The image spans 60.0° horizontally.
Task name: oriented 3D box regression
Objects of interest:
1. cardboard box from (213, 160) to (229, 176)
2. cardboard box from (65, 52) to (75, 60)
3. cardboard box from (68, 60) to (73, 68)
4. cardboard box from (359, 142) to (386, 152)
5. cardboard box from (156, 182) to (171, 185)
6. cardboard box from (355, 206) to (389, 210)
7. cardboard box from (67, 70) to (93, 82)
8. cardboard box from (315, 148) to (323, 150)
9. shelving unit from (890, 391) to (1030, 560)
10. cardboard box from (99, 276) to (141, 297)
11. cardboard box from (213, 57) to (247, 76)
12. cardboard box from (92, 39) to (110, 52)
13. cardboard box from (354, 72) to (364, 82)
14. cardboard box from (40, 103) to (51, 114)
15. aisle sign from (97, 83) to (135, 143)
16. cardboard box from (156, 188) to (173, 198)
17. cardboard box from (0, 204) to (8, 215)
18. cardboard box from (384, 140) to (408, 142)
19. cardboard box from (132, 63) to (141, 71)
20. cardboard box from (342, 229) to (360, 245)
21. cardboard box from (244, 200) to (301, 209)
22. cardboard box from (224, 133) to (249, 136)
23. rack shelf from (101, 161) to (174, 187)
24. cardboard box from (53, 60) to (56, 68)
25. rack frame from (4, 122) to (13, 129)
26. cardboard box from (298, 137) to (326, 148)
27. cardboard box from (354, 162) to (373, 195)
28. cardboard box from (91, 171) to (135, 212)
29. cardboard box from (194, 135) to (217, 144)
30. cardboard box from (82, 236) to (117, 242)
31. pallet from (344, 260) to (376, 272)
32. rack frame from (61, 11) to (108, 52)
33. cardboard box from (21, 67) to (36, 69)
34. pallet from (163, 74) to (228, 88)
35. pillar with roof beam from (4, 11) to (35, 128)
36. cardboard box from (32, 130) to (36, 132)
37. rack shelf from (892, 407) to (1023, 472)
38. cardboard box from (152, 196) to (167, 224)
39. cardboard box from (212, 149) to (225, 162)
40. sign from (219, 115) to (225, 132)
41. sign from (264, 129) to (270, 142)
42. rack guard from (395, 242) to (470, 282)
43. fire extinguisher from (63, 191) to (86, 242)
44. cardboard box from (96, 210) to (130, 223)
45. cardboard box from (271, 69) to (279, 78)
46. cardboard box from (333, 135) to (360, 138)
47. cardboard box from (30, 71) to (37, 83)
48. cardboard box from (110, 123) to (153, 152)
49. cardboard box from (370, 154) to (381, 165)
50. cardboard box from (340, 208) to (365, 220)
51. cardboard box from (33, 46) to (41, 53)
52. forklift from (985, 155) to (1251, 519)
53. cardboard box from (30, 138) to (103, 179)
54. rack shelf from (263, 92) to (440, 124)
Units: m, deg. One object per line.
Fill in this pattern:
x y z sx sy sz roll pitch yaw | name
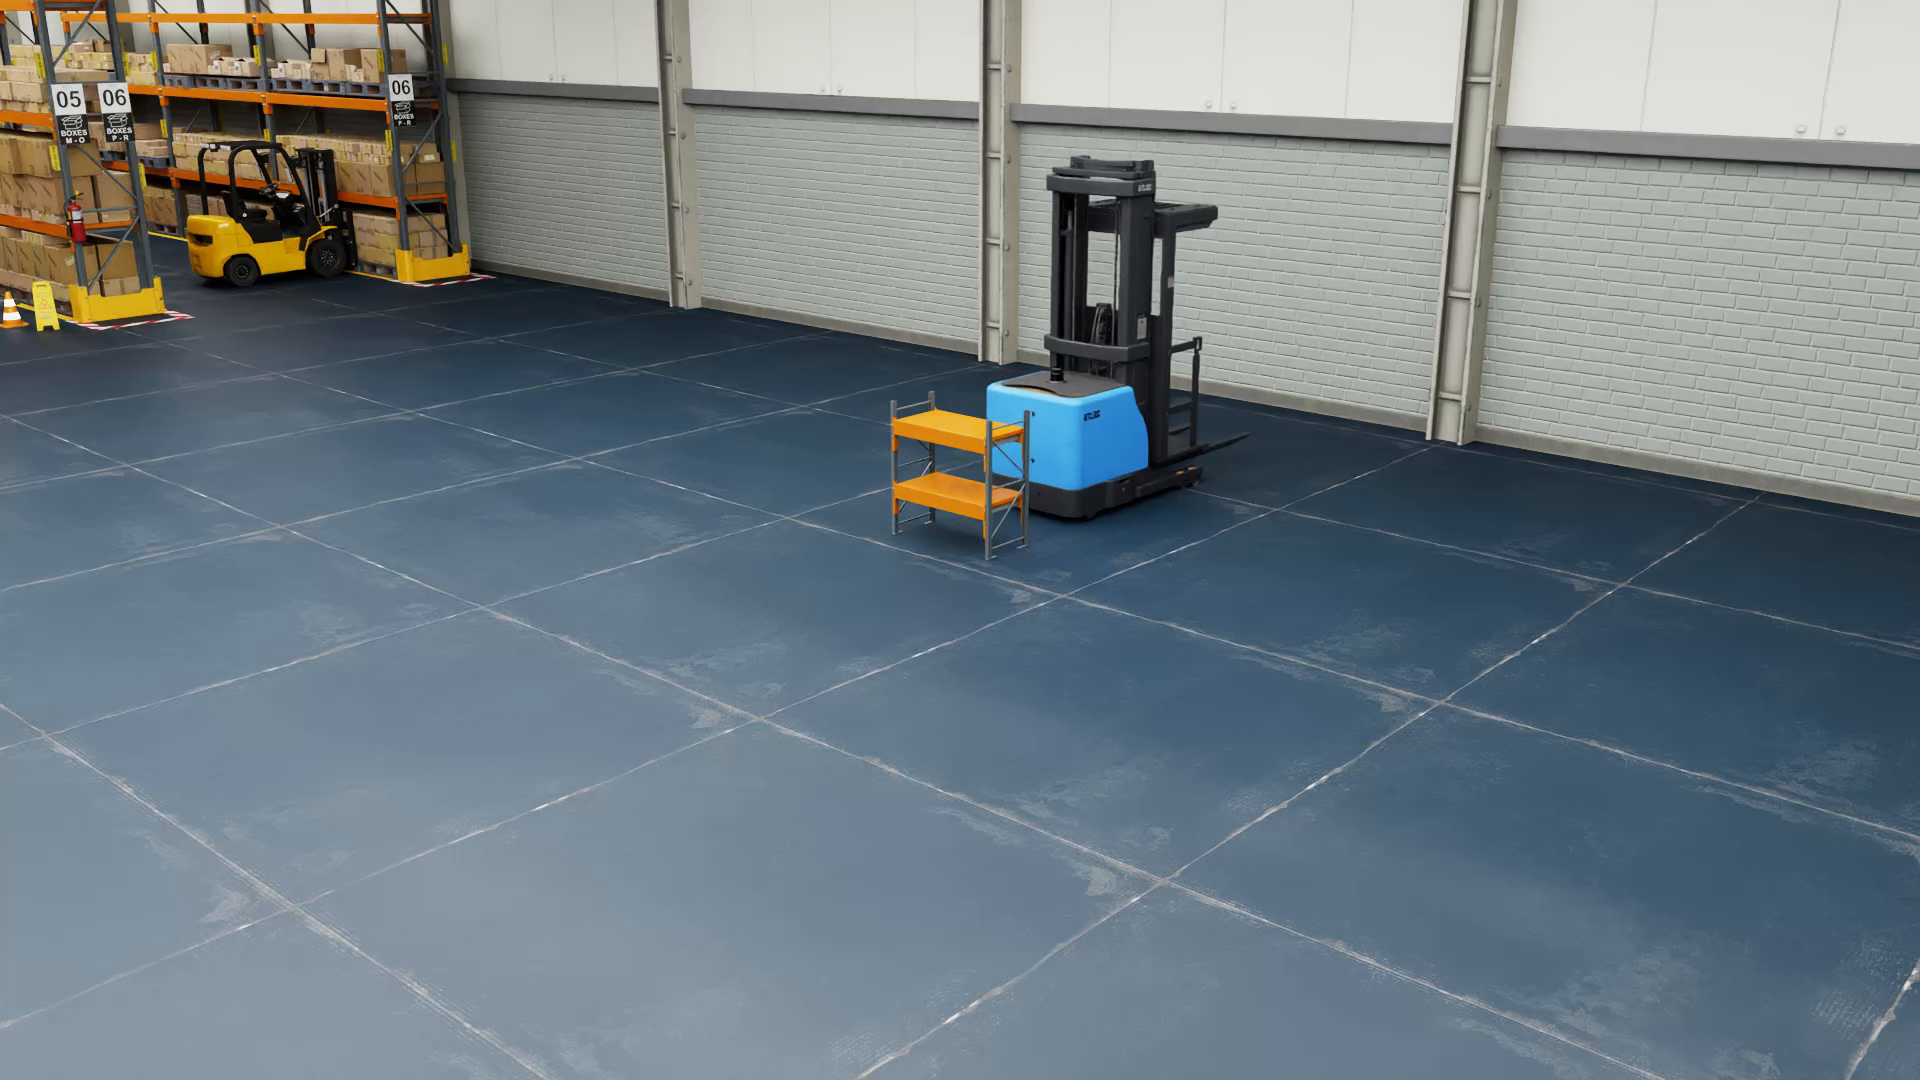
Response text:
-13.245 -6.798 30.322 0.500 0.250 0.500 16 24 41 | cardboard box
-17.624 -9.666 33.216 0.250 0.149 0.380 16 24 41 | cardboard box
-17.597 -9.533 33.290 0.250 0.149 0.380 15 23 40 | cardboard box
-9.544 -6.395 27.073 0.250 0.149 0.380 15 23 40 | cardboard box
-15.924 -7.127 33.476 0.250 0.149 0.380 14 22 37 | cardboard box
-9.937 -5.528 28.271 0.500 0.250 0.500 14 23 38 | cardboard box
-12.202 -6.447 23.106 0.250 0.149 0.380 15 23 39 | cardboard box
-10.571 -6.489 27.862 0.250 0.149 0.380 14 22 38 | cardboard box
-0.005 -0.538 13.446 1.048 1.125 0.538 15 23 39 | shelving unit
-12.293 -3.707 24.184 0.500 0.250 0.500 15 23 39 | cardboard box
-12.850 -8.399 29.446 0.500 0.311 0.500 14 22 37 | cardboard box
-17.282 -9.977 33.510 0.258 0.266 0.396 15 23 38 | cardboard box
-9.402 -7.372 26.478 0.250 0.149 0.380 14 22 38 | cardboard box
-12.325 -5.911 22.734 0.250 0.149 0.380 15 23 39 | cardboard box
-11.621 -5.889 22.912 0.004 0.787 0.394 15 23 39 | aisle sign
-15.327 -6.730 32.225 0.250 0.149 0.380 14 22 36 | cardboard box
-13.891 -4.881 24.448 0.250 0.149 0.380 15 23 40 | cardboard box
-9.246 -6.494 27.385 0.250 0.149 0.380 15 23 40 | cardboard box
-15.565 -9.043 31.776 0.250 0.149 0.380 15 23 39 | cardboard box
-9.921 -5.073 27.663 0.500 0.250 0.500 14 23 38 | cardboard box
-12.546 -5.847 30.309 0.625 0.625 0.875 15 23 39 | cardboard box
-13.534 -7.533 31.152 0.250 0.149 0.380 14 23 38 | cardboard box
-16.060 -7.381 33.100 4.000 0.370 1.077 15 23 39 | rack shelf
-18.479 -9.768 34.229 0.500 0.250 0.500 14 22 37 | cardboard box
-20.548 -8.929 36.787 0.127 3.000 1.000 15 23 39 | rack frame
-10.955 -6.731 28.132 0.250 0.149 0.380 16 23 40 | cardboard box
-9.505 -5.910 27.108 0.500 0.500 0.500 16 24 41 | cardboard box
-12.043 -4.940 23.561 0.500 0.500 0.500 15 23 38 | cardboard box
-13.908 -7.400 30.732 0.250 0.149 0.380 15 23 40 | cardboard box
-12.705 -4.173 24.412 0.500 0.500 0.500 14 22 37 | cardboard box
-10.089 -4.776 28.312 1.213 0.211 1.003 15 23 39 | pallet
-17.556 -10.985 33.349 0.127 3.000 1.000 15 23 39 | rack frame
-13.468 -6.826 24.300 0.250 0.149 0.380 15 23 40 | cardboard box
-13.998 -8.546 30.935 1.003 0.211 1.213 16 24 42 | pallet
-24.824 -11.560 35.159 0.400 9.000 9.100 15 23 39 | pillar with roof beam
-19.629 -8.645 35.649 0.500 0.250 0.500 14 23 38 | cardboard box
-0.005 -0.816 13.357 1.000 0.278 0.538 15 23 39 | rack shelf
-15.391 -6.470 32.479 0.500 0.500 0.500 15 23 38 | cardboard box
-13.243 -7.038 30.251 0.500 0.250 0.500 15 23 40 | cardboard box
-14.199 -8.001 31.949 0.005 0.325 0.100 15 23 39 | sign
-11.926 -6.909 28.639 0.005 0.325 0.100 15 23 39 | sign
-8.563 -4.520 27.028 0.348 0.500 1.175 15 23 39 | rack guard
-12.093 -4.428 22.734 0.183 0.674 0.296 15 23 39 | fire extinguisher
-11.990 -4.588 23.524 0.250 0.149 0.380 15 23 39 | cardboard box
-11.439 -7.918 28.200 0.250 0.149 0.380 16 23 40 | cardboard box
-10.538 -6.876 28.590 0.250 0.149 0.380 14 23 38 | cardboard box
-12.489 -6.344 22.781 0.250 0.149 0.380 16 23 40 | cardboard box
-16.369 -7.964 32.888 0.500 0.500 0.700 15 23 39 | cardboard box
-9.237 -6.124 26.711 0.250 0.149 0.380 16 23 40 | cardboard box
-10.276 -5.408 27.892 0.500 0.250 0.500 14 23 38 | cardboard box
-18.852 -10.114 34.494 0.500 0.250 0.500 16 23 40 | cardboard box
1.571 -1.948 14.905 1.130 2.935 3.031 15 23 39 | forklift
-12.400 -5.312 23.080 0.500 0.500 0.700 14 23 38 | cardboard box
-10.077 -7.205 27.585 4.000 0.370 1.077 15 23 39 | rack shelf
